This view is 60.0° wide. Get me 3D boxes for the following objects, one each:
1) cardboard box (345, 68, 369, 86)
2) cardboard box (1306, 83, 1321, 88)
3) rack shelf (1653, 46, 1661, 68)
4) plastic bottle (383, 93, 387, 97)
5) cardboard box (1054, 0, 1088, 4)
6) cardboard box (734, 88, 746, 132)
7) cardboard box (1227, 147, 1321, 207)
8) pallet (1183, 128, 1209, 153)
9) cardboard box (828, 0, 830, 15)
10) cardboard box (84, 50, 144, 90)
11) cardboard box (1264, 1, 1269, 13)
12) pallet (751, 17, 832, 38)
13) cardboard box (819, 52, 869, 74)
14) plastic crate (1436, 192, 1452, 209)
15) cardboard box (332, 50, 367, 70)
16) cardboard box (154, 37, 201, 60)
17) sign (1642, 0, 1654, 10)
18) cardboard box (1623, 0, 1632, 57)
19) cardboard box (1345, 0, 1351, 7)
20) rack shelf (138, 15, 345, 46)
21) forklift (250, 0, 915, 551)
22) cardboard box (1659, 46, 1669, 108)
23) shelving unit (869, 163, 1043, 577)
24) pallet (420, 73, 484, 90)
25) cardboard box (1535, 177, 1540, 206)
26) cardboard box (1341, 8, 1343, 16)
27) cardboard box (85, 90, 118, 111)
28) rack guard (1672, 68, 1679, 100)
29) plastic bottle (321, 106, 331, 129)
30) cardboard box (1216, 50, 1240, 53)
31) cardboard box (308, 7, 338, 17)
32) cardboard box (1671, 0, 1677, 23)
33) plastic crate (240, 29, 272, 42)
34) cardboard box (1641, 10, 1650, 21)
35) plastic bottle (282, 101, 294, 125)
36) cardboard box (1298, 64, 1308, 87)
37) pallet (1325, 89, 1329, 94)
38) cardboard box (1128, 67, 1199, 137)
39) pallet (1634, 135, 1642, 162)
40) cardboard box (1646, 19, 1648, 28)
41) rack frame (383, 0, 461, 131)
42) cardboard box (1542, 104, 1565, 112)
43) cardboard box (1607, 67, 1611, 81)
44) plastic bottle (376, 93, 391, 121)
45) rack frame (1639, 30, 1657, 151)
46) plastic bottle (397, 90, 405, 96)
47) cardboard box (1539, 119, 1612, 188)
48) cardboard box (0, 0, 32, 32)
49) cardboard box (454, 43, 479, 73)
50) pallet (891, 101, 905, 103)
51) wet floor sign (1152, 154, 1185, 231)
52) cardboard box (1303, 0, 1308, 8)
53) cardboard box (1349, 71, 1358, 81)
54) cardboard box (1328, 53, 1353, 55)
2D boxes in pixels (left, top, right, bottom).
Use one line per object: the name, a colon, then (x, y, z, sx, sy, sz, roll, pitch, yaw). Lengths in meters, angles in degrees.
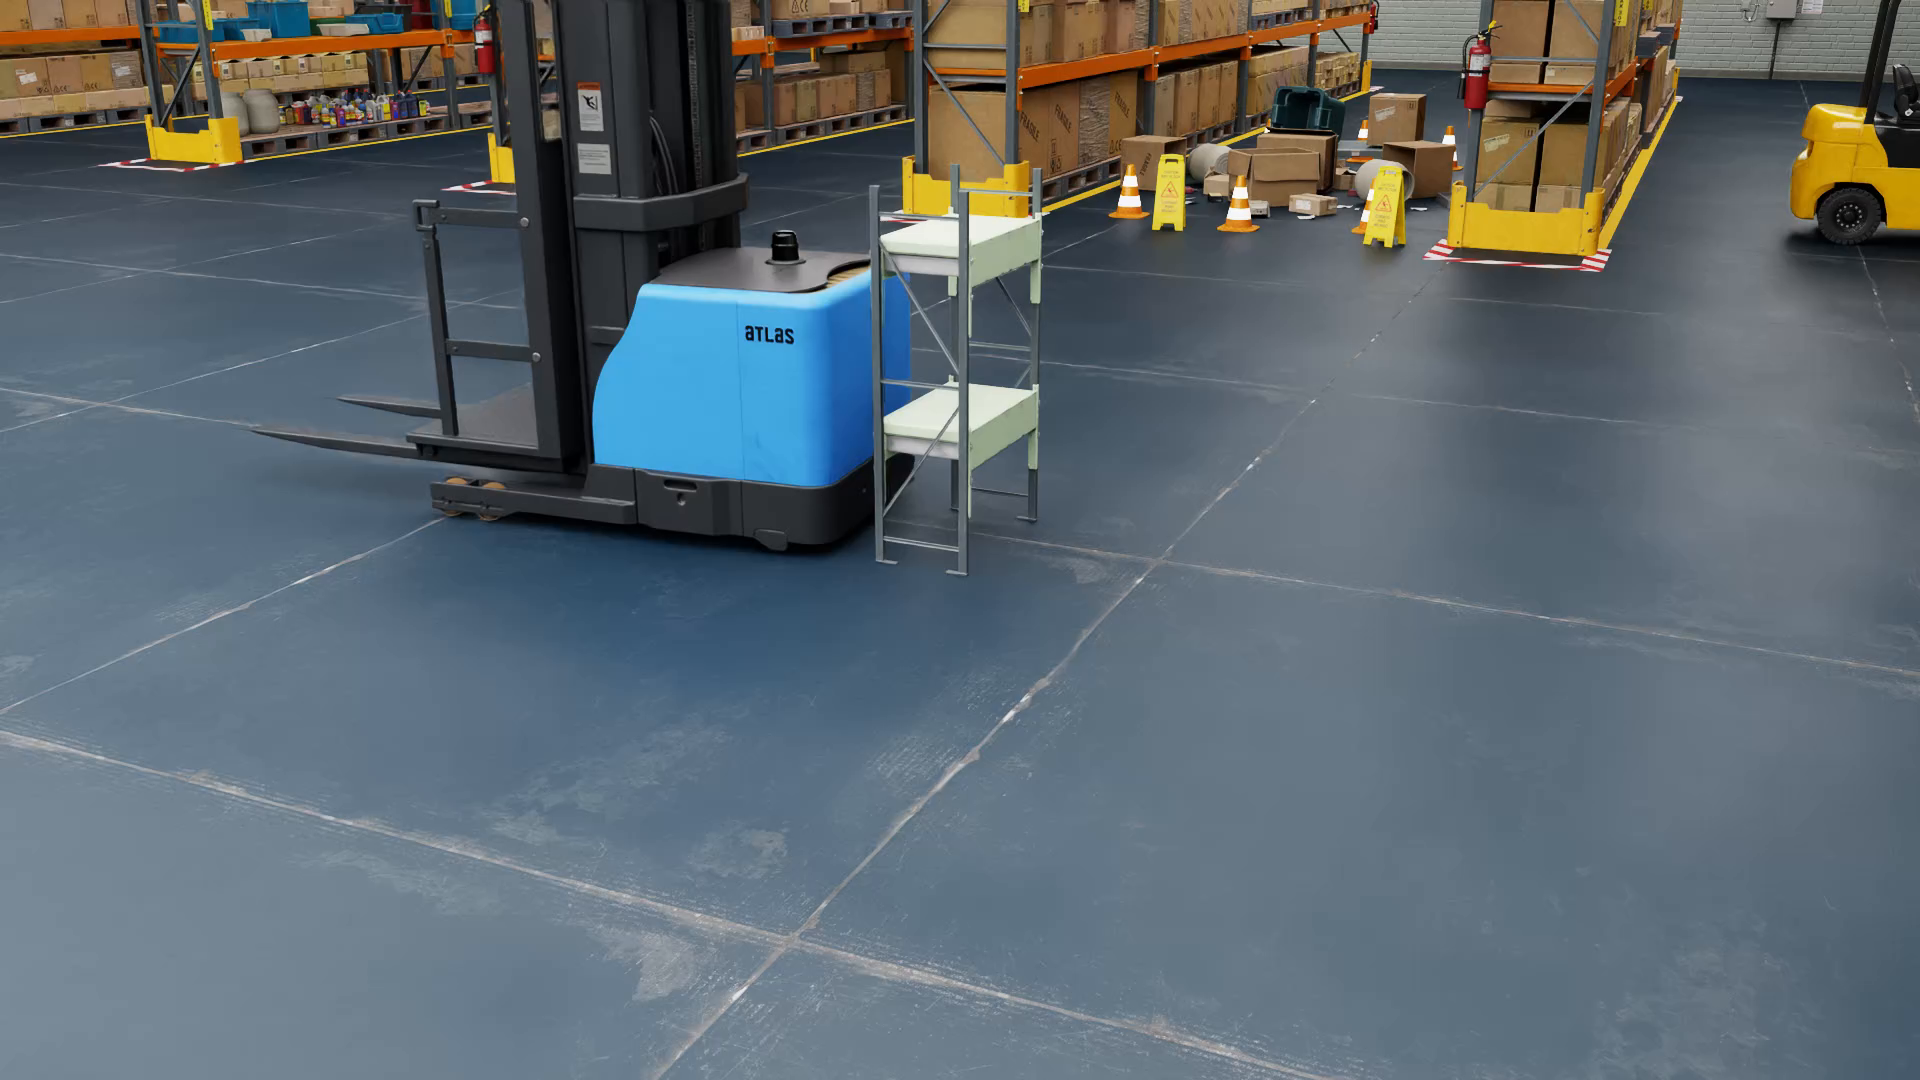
cardboard box: (-10.179, -7.680, 27.565, 0.500, 0.250, 0.500, 9, 22, 24)
cardboard box: (5.414, -7.045, 25.930, 0.380, 0.149, 0.250, 8, 21, 20)
rack shelf: (8.710, -6.525, 21.912, 1.077, 0.370, 4.000, 9, 21, 23)
plastic bottle: (-7.837, -5.953, 22.647, 0.097, 0.271, 0.097, 0, 20, 0)
cardboard box: (0.740, -5.476, 16.054, 0.875, 0.550, 0.550, 9, 21, 23)
cardboard box: (-2.988, -5.293, 20.478, 0.500, 0.500, 0.500, 8, 21, 21)
cardboard box: (3.025, -3.515, 16.101, 0.797, 0.503, 0.637, -5, 20, -15)
pallet: (2.442, -4.984, 20.669, 1.003, 0.211, 1.213, 9, 21, 23)
cardboard box: (-2.162, -7.178, 21.896, 0.797, 0.503, 0.637, 11, 22, 28)
cardboard box: (-12.030, -6.682, 23.640, 0.500, 0.500, 0.500, 9, 21, 23)
cardboard box: (4.031, -7.336, 22.869, 0.380, 0.149, 0.250, 10, 22, 25)
pallet: (-2.342, -6.513, 21.091, 1.003, 0.211, 1.213, 9, 21, 23)
cardboard box: (-1.605, -6.622, 23.068, 0.500, 0.250, 0.500, 11, 22, 29)
plastic crate: (4.862, -3.286, 16.090, 0.402, 0.080, 0.583, 1, 20, 4)
cardboard box: (-10.176, -7.945, 27.473, 0.500, 0.311, 0.500, 9, 22, 24)
cardboard box: (-14.286, -9.043, 30.501, 0.750, 0.750, 0.750, 8, 21, 22)
sign: (6.752, -5.365, 16.287, 0.100, 0.325, 0.005, 9, 21, 23)
cardboard box: (5.479, -4.415, 14.315, 0.500, 0.500, 0.500, 8, 21, 22)
cardboard box: (6.033, -8.897, 26.915, 0.500, 0.500, 0.500, 10, 22, 25)
rack shelf: (-11.005, -8.022, 26.123, 1.077, 0.370, 4.000, 9, 21, 23)
forklift: (-1.777, -1.620, 7.149, 3.031, 2.935, 1.130, 7, 21, 18)
cardboard box: (9.349, -6.471, 23.233, 0.875, 0.875, 0.875, 9, 22, 24)
shelving unit: (-0.003, -0.705, 6.712, 0.431, 1.500, 0.755, 9, 21, 23)
pallet: (-9.345, -8.253, 29.861, 1.003, 0.211, 1.213, 9, 21, 23)
cardboard box: (4.920, -3.150, 14.827, 0.500, 0.250, 0.500, 9, 21, 23)
cardboard box: (6.033, -8.624, 27.117, 0.380, 0.149, 0.250, 9, 21, 24)
cardboard box: (-12.219, -6.174, 23.329, 0.500, 0.250, 0.500, 9, 21, 23)
rack guard: (11.177, -7.527, 27.389, 1.175, 0.500, 0.348, 9, 21, 23)
plastic bottle: (-7.917, -5.279, 20.752, 0.097, 0.271, 0.097, 0, 20, 0)
cardboard box: (3.794, -6.828, 23.677, 0.500, 0.250, 0.500, 9, 22, 24)
cardboard box: (-10.302, -8.541, 26.884, 0.380, 0.149, 0.250, 9, 21, 23)
cardboard box: (9.960, -7.630, 23.797, 0.500, 0.500, 0.500, 9, 22, 24)
plastic crate: (-8.284, -5.951, 19.620, 0.298, 0.136, 0.250, 9, 21, 23)
cardboard box: (6.707, -5.519, 16.790, 0.500, 0.500, 0.500, 9, 22, 24)
plastic bottle: (-8.561, -5.433, 21.167, 0.061, 0.283, 0.133, 9, 22, 24)
cardboard box: (4.899, -6.883, 24.949, 0.500, 0.500, 0.500, 8, 21, 22)
pallet: (5.215, -7.020, 26.392, 1.003, 0.211, 1.213, 9, 21, 23)
cardboard box: (2.267, -5.312, 20.160, 1.050, 0.750, 0.750, 9, 21, 23)
pallet: (7.570, -4.700, 19.869, 1.003, 0.211, 1.213, 9, 21, 23)
cardboard box: (7.171, -5.555, 17.860, 0.380, 0.149, 0.250, 9, 21, 23)
rack frame: (-7.306, -7.069, 22.369, 1.000, 3.000, 0.127, 9, 21, 23)
cardboard box: (5.343, -3.818, 15.586, 0.500, 0.500, 0.500, 10, 22, 26)
cardboard box: (5.216, -3.913, 13.870, 0.380, 0.149, 0.250, 8, 21, 21)
plastic bottle: (-7.518, -5.634, 21.632, 0.144, 0.351, 0.185, 8, 21, 22)
rack frame: (7.891, -6.252, 20.073, 1.000, 3.000, 0.127, 9, 21, 23)
plastic bottle: (-7.438, -5.811, 22.130, 0.144, 0.351, 0.185, 9, 21, 23)
cardboard box: (5.207, -3.278, 14.068, 0.500, 0.500, 0.500, 8, 21, 21)
cardboard box: (-12.840, -7.027, 22.102, 0.700, 0.500, 0.500, 9, 21, 23)
cardboard box: (-8.904, -8.731, 30.118, 0.500, 0.500, 0.500, 9, 21, 23)
pallet: (-0.758, -6.529, 25.012, 1.003, 0.211, 1.213, 9, 21, 23)
wet floor sign: (1.853, -3.065, 14.625, 0.267, 0.644, 0.232, 5, 20, 13)
cardboard box: (4.990, -8.054, 24.888, 0.380, 0.149, 0.250, 8, 21, 21)
cardboard box: (6.572, -7.919, 28.386, 0.380, 0.149, 0.250, 9, 22, 24)
cardboard box: (6.469, -8.216, 28.333, 0.380, 0.149, 0.250, 9, 21, 24)
